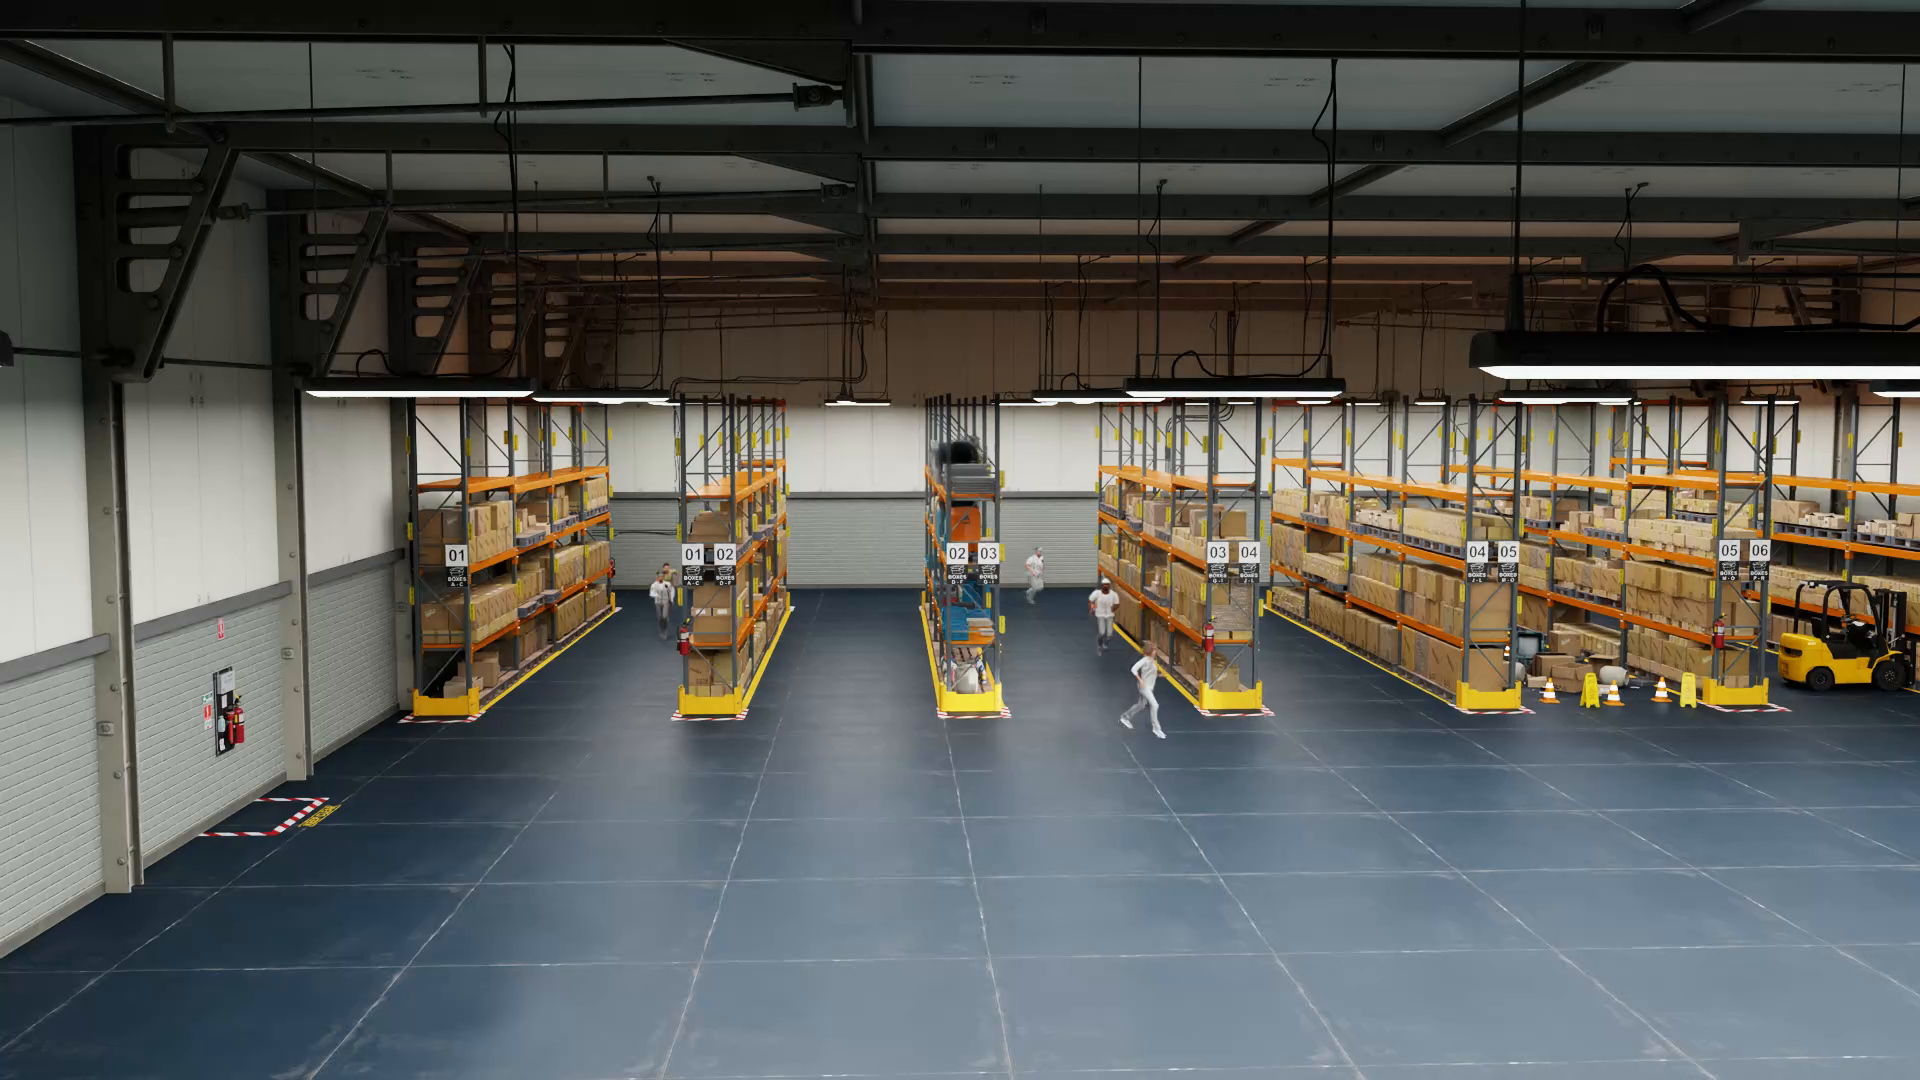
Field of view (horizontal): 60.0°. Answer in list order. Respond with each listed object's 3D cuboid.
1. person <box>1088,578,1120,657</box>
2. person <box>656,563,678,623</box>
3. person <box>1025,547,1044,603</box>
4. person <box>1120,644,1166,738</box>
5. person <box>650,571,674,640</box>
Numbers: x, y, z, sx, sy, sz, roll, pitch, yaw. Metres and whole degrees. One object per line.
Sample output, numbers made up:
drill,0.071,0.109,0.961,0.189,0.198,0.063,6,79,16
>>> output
person,3.256,1.744,37.332,0.680,1.777,0.647,-1,5,-8
person,-7.919,1.394,44.930,0.610,1.625,1.009,-1,5,-13
person,2.199,1.027,49.124,0.552,1.688,0.744,3,5,31
person,3.201,2.623,29.095,0.869,1.621,0.565,2,5,22
person,-7.406,1.623,41.323,0.562,1.733,0.812,0,5,-2
